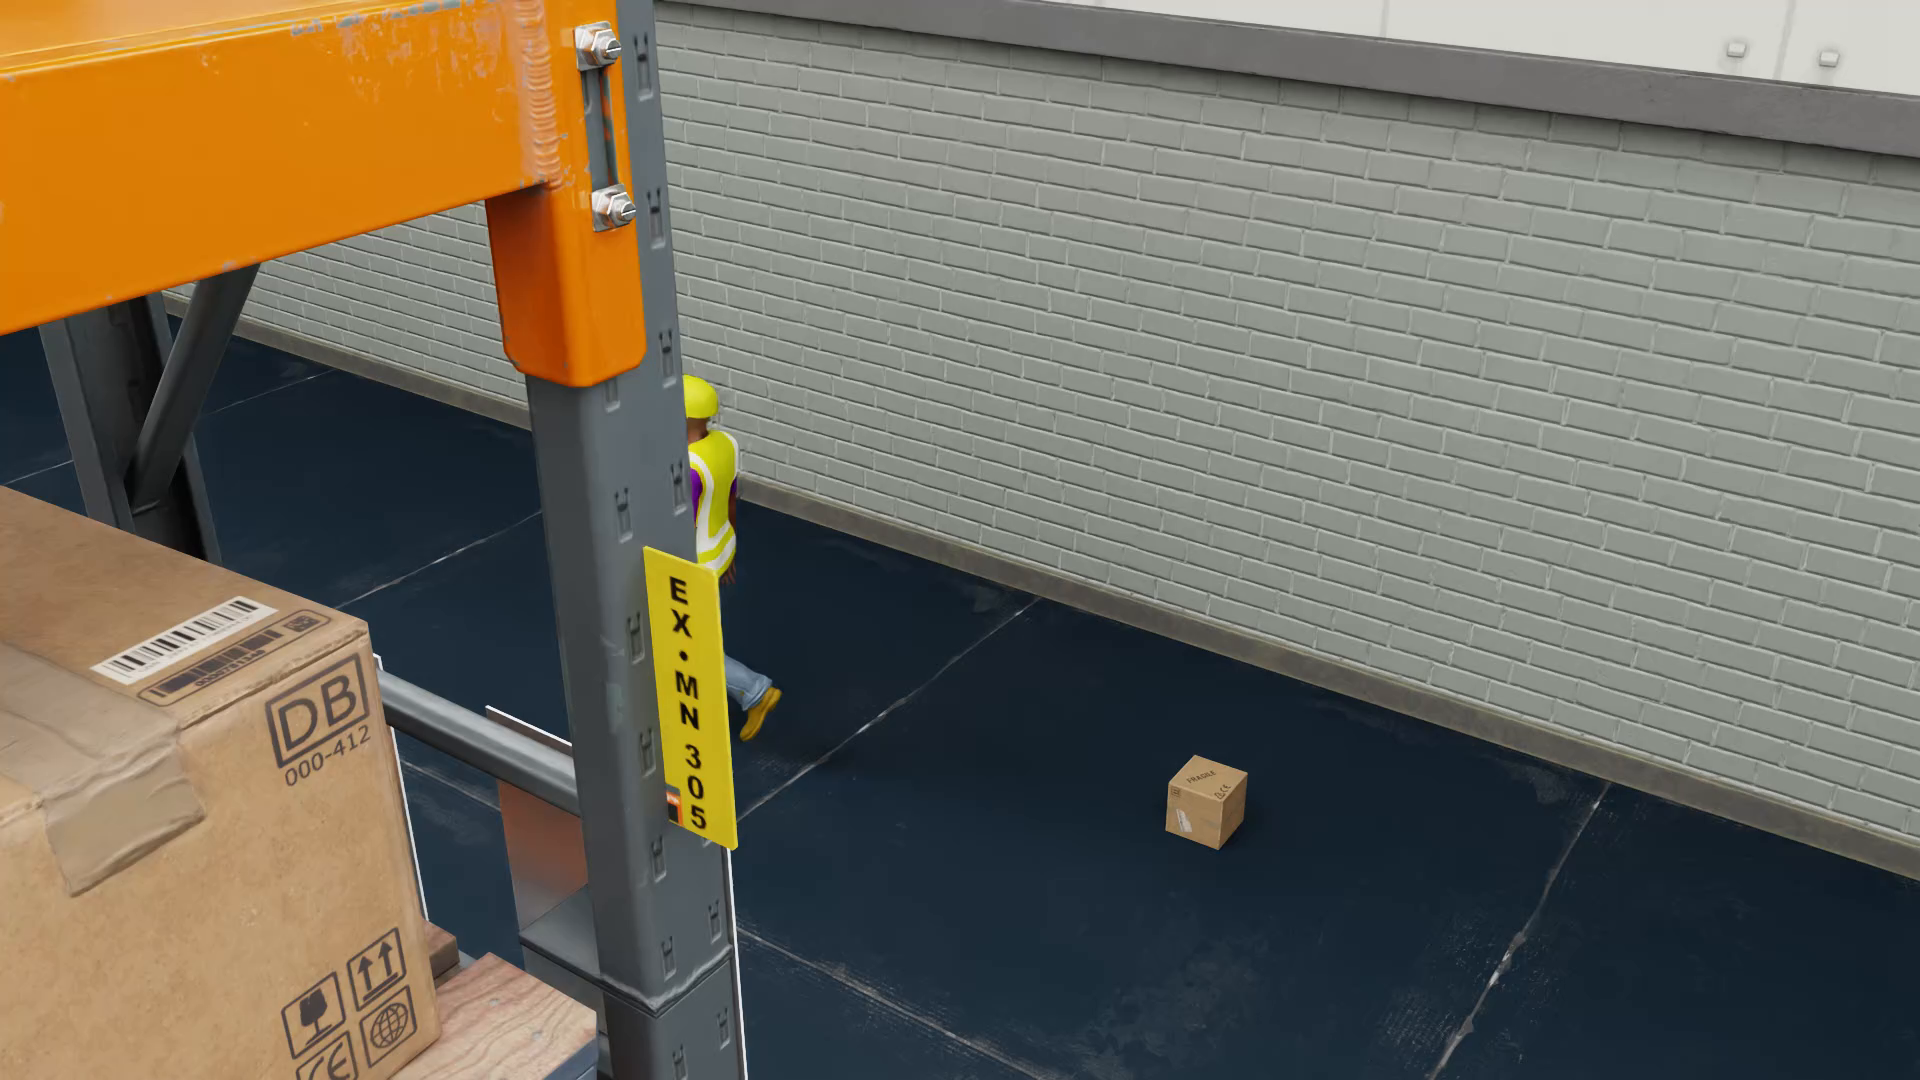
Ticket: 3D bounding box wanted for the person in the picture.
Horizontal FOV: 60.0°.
[{"bbox_3d":[-1.140,0.103,7.343,0.740,1.747,0.575,6,27,11],"label":"person"}]
